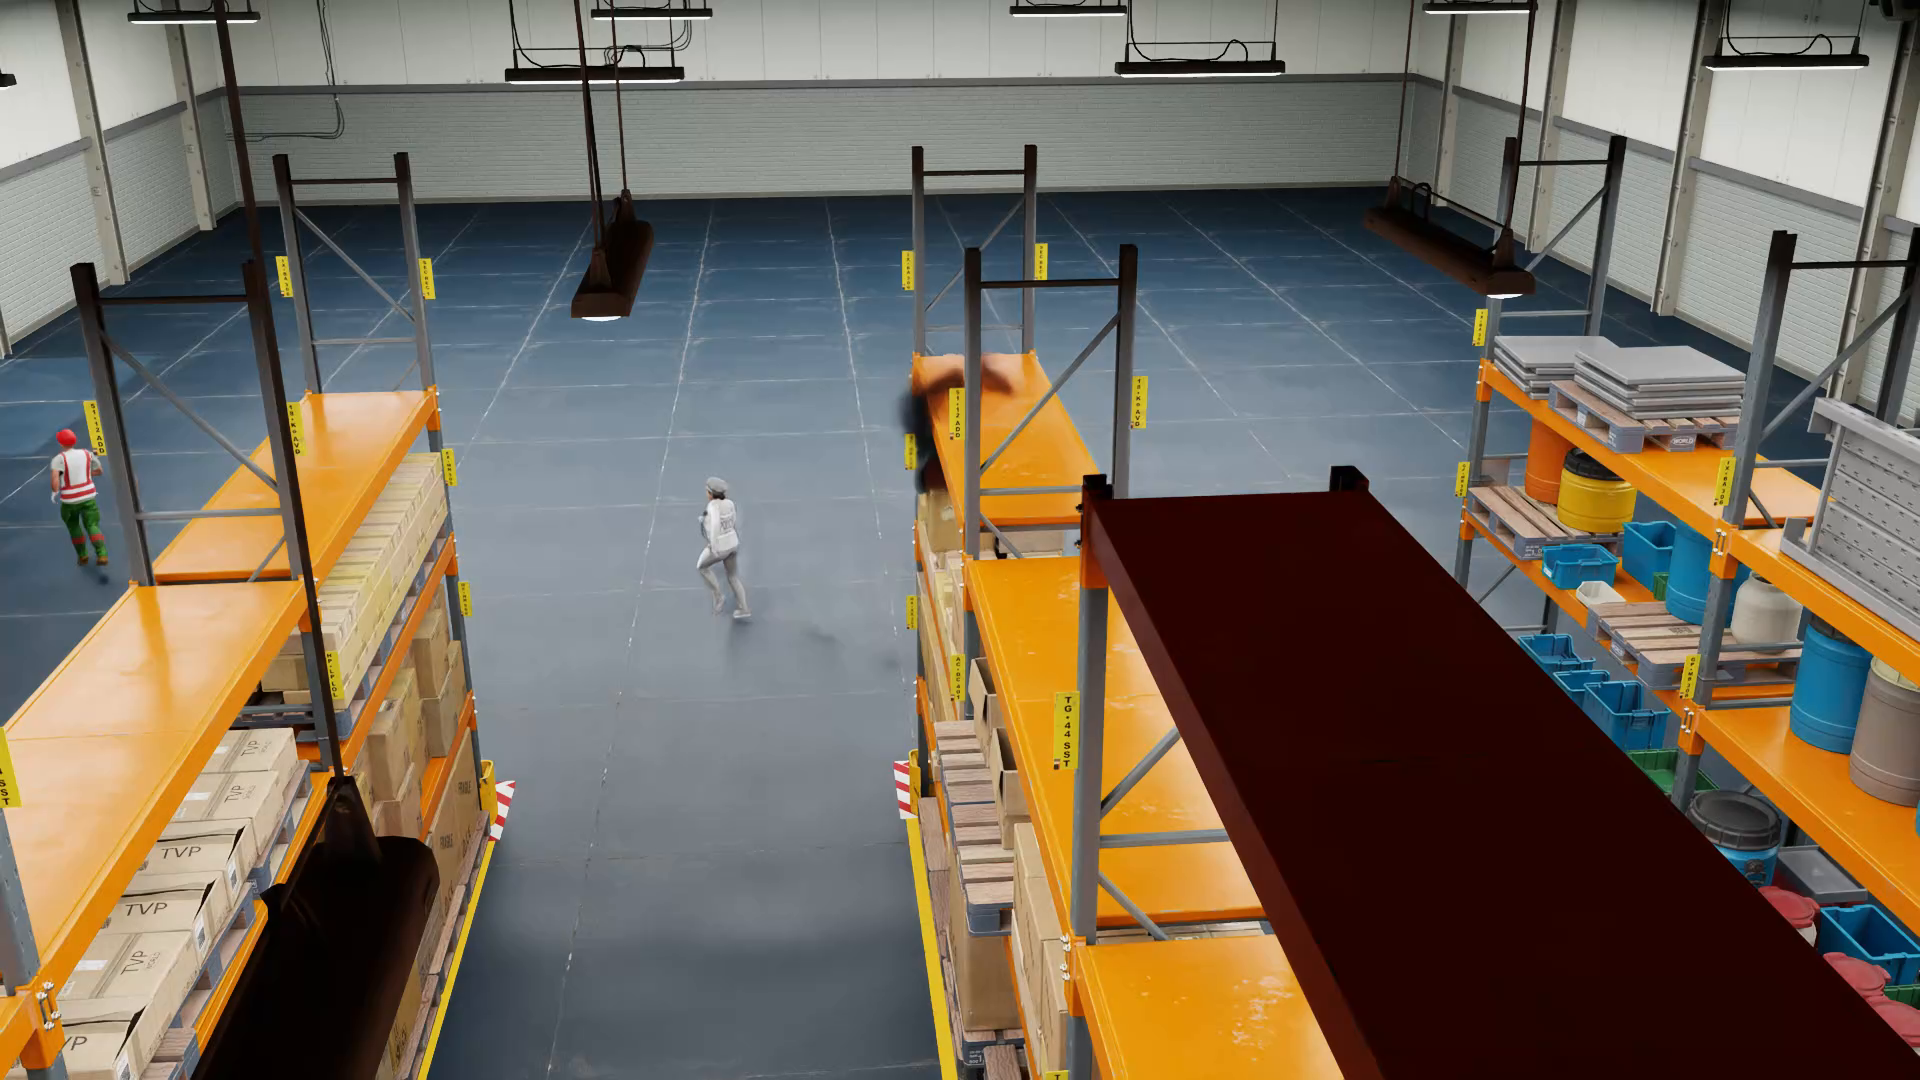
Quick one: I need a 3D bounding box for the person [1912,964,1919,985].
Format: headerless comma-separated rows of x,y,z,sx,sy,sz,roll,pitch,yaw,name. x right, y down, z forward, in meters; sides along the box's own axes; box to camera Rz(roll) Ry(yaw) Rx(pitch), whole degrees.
7.547,2.793,12.301,0.529,1.695,0.887,-4,22,-9,person

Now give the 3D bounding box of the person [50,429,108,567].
-10.790,-0.458,20.416,0.912,1.849,0.690,18,28,38,person

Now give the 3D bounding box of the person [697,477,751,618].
-2.733,0.110,19.073,0.787,1.676,0.641,15,26,32,person
